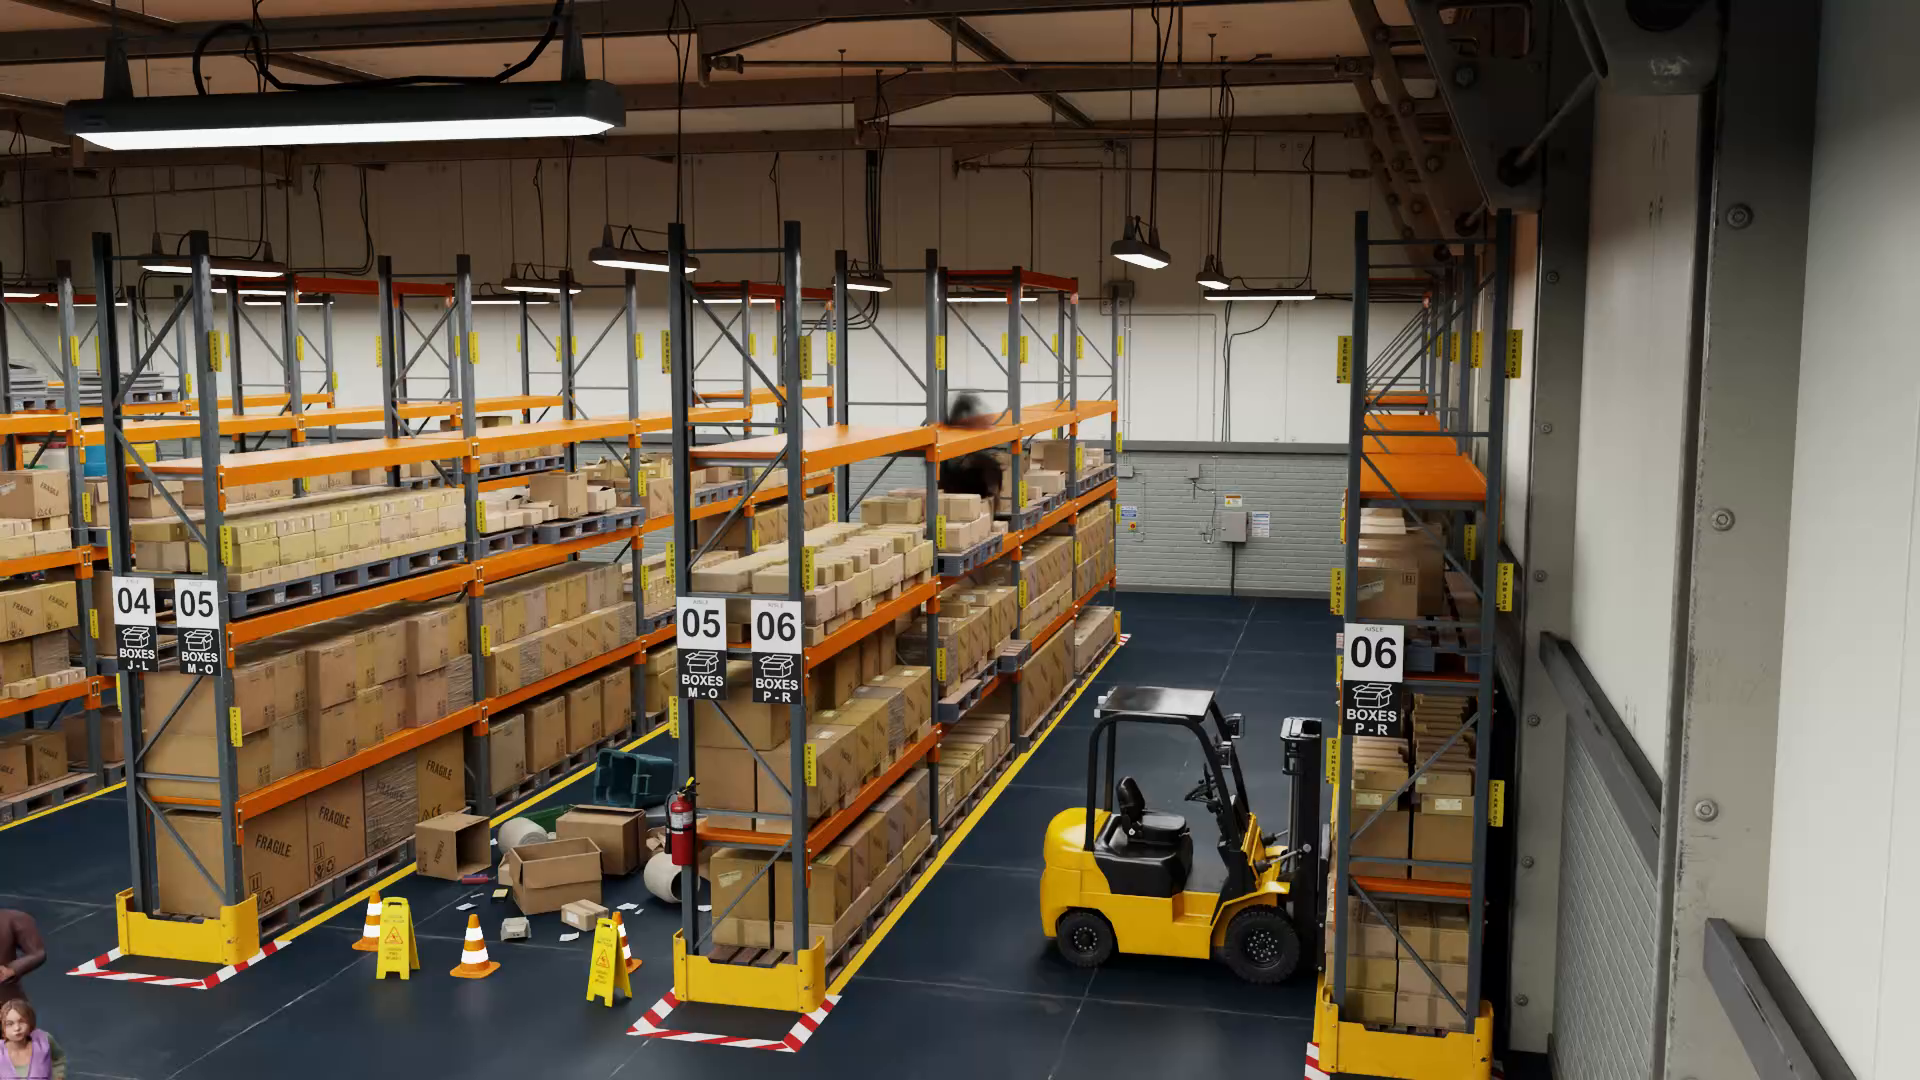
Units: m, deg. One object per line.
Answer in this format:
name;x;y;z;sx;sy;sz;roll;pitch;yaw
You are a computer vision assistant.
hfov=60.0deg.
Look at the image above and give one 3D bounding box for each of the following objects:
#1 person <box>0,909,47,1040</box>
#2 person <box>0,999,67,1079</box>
person;-6.223;2.993;10.625;0.716;1.754;1.017;-4;8;-28
person;-5.177;3.280;9.149;0.510;1.596;1.035;-4;8;-29
